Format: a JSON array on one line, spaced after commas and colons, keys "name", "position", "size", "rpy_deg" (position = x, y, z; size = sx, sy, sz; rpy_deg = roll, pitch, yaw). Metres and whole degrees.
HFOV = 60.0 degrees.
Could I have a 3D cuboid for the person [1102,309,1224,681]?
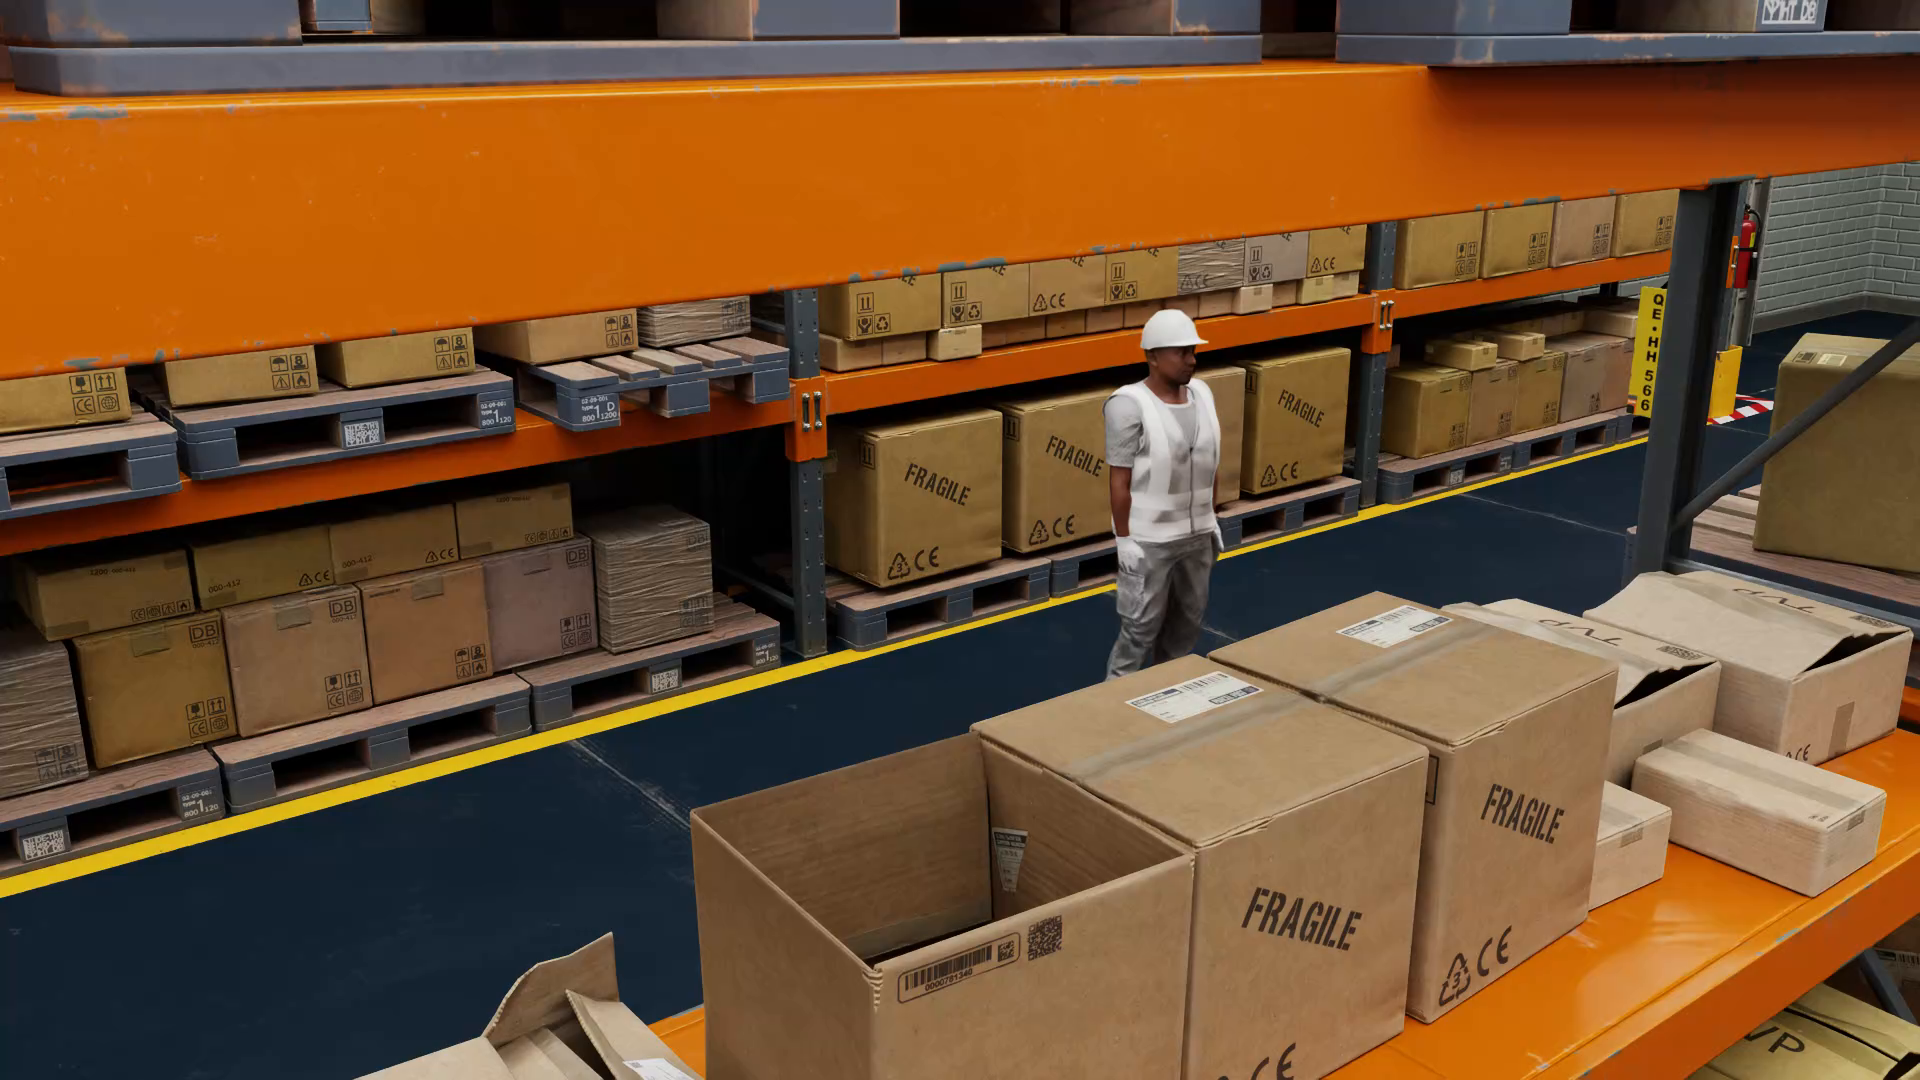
[{"name": "person", "position": [0.813, -0.023, 6.590], "size": [0.539, 1.782, 0.351], "rpy_deg": [-13, 22, -35]}]
